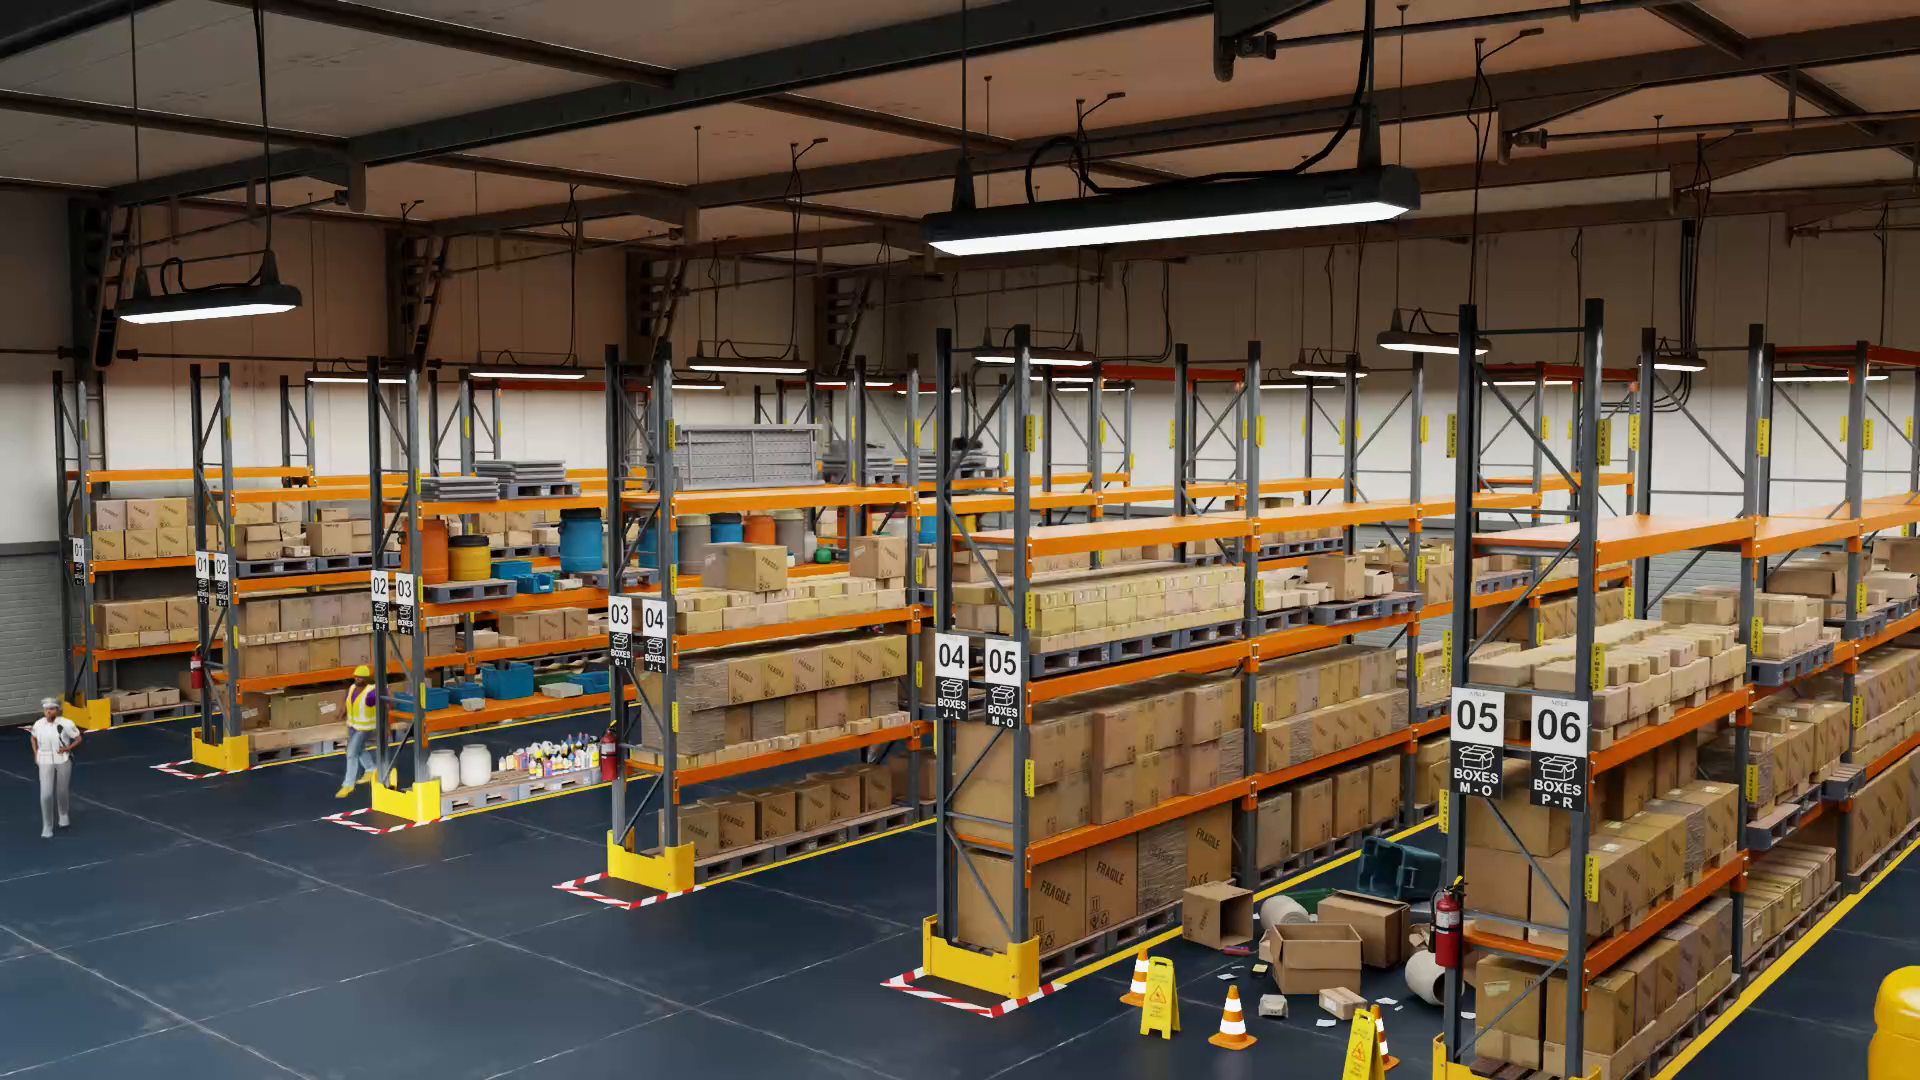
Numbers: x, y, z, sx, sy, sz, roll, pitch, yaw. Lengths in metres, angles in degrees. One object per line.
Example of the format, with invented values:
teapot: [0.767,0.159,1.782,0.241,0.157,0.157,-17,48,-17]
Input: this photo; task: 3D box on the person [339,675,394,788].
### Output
person: [-8.240,2.580,23.071,0.758,1.642,0.719,2,5,30]

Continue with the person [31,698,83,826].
person: [-11.321,2.740,20.849,0.601,1.593,0.678,-1,4,-20]

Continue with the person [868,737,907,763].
person: [-1.118,2.507,25.453,0.636,1.723,1.085,2,5,27]
